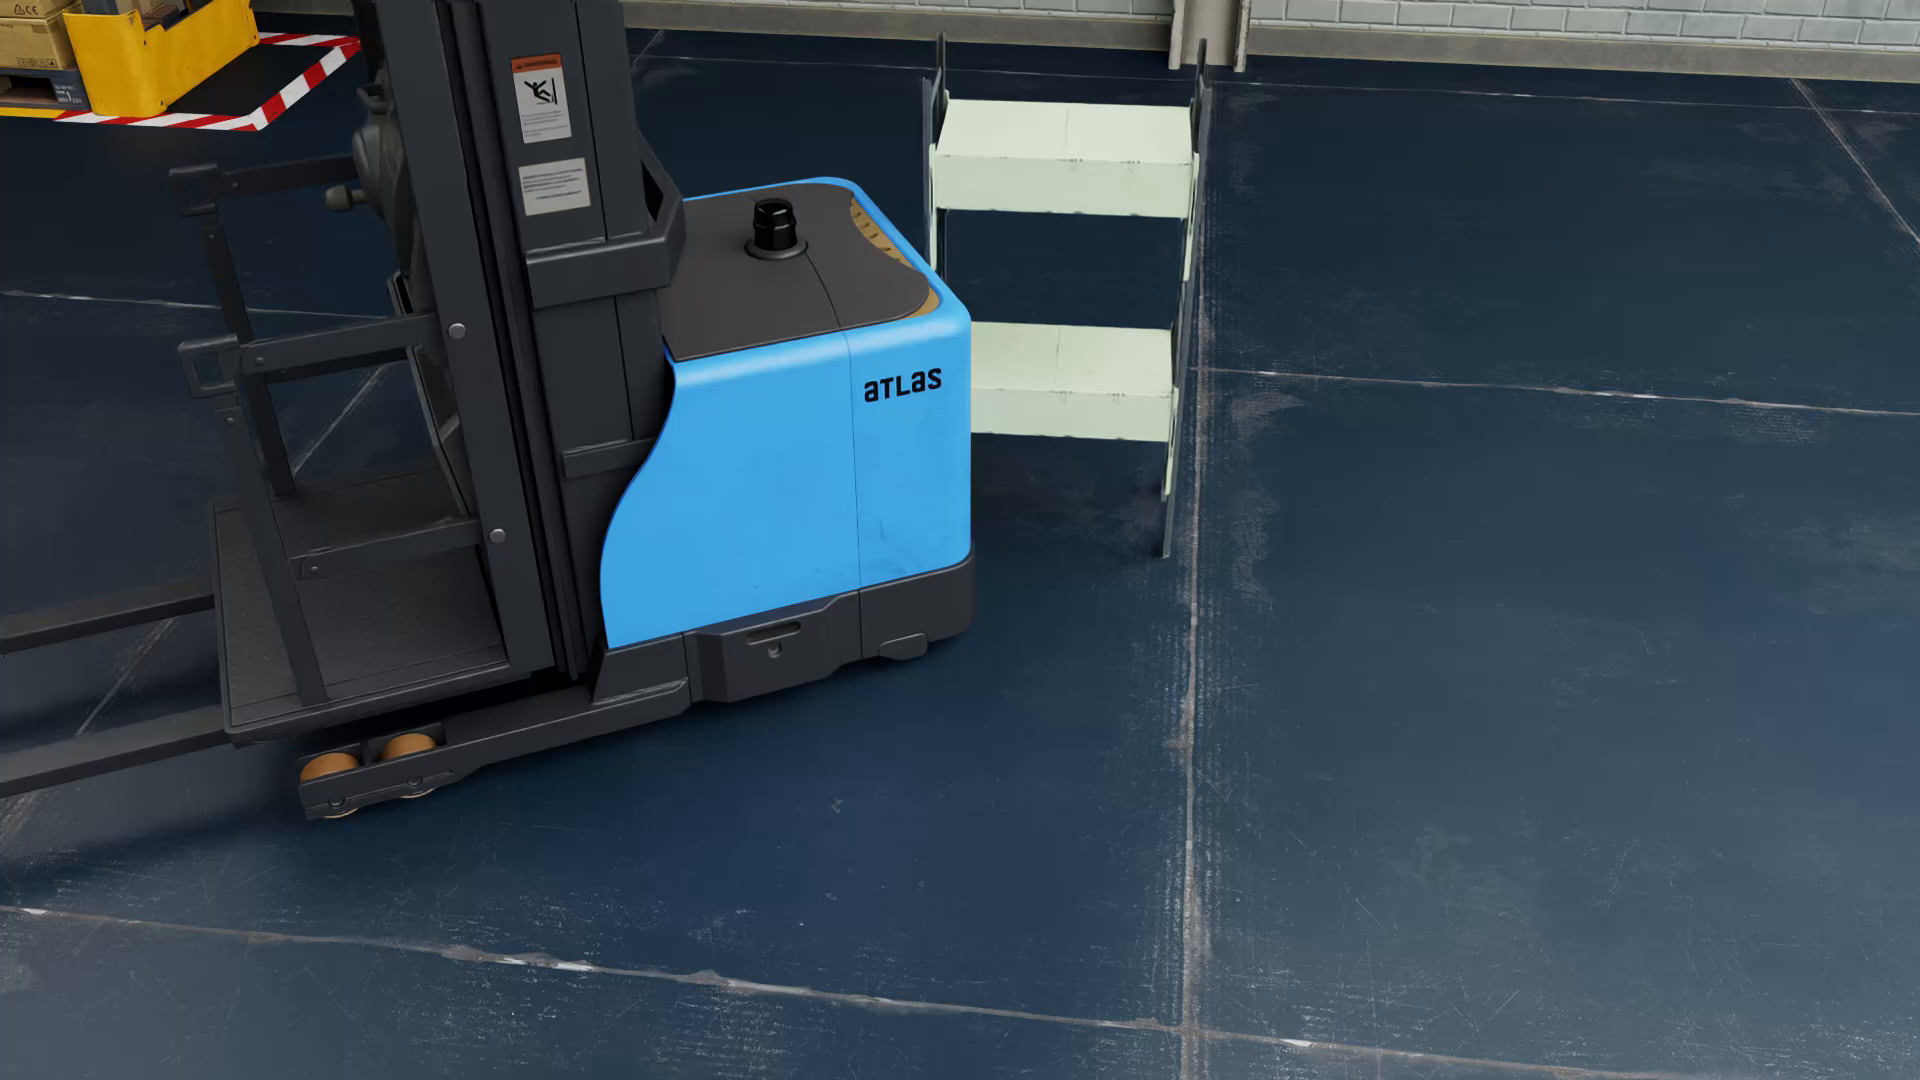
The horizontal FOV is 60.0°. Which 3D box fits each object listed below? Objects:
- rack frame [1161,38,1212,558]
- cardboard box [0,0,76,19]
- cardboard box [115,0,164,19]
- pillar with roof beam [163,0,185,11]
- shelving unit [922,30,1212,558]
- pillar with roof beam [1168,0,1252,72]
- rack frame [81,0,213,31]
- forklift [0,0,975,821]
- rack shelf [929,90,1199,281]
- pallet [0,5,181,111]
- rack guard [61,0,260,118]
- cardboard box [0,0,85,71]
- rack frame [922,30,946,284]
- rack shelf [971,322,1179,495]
[{"bbox_3d":[0.658,-0.670,4.898,0.023,1.500,0.400,3,36,4],"label":"rack frame"},{"bbox_3d":[-4.592,-2.747,8.092,0.500,0.250,0.500,4,36,5],"label":"cardboard box"},{"bbox_3d":[-4.531,-2.837,8.648,0.500,0.250,0.500,4,36,6],"label":"cardboard box"},{"bbox_3d":[-5.193,-4.168,3.344,0.400,9.000,9.100,4,36,6],"label":"pillar with roof beam"},{"bbox_3d":[0.293,-0.689,4.924,0.755,1.500,0.431,3,36,4],"label":"shelving unit"},{"bbox_3d":[0.758,-3.724,2.722,0.400,9.000,9.100,4,36,6],"label":"pillar with roof beam"},{"bbox_3d":[-4.069,-3.636,7.762,0.127,3.000,1.000,4,36,6],"label":"rack frame"},{"bbox_3d":[-1.525,-0.831,3.891,3.031,2.935,1.130,-13,38,-18],"label":"forklift"},{"bbox_3d":[0.293,-1.007,4.698,0.720,0.370,0.431,3,36,4],"label":"rack shelf"},{"bbox_3d":[-4.833,-2.533,8.618,1.213,0.211,1.003,4,36,6],"label":"pallet"},{"bbox_3d":[-4.045,-2.617,8.486,0.348,0.500,1.175,4,36,6],"label":"rack guard"},{"bbox_3d":[-4.575,-2.540,8.233,0.500,0.250,0.500,5,36,6],"label":"cardboard box"},{"bbox_3d":[-0.071,-0.708,4.951,0.023,1.500,0.400,3,36,4],"label":"rack frame"},{"bbox_3d":[0.293,-0.424,5.114,0.720,0.370,0.431,3,36,4],"label":"rack shelf"}]
